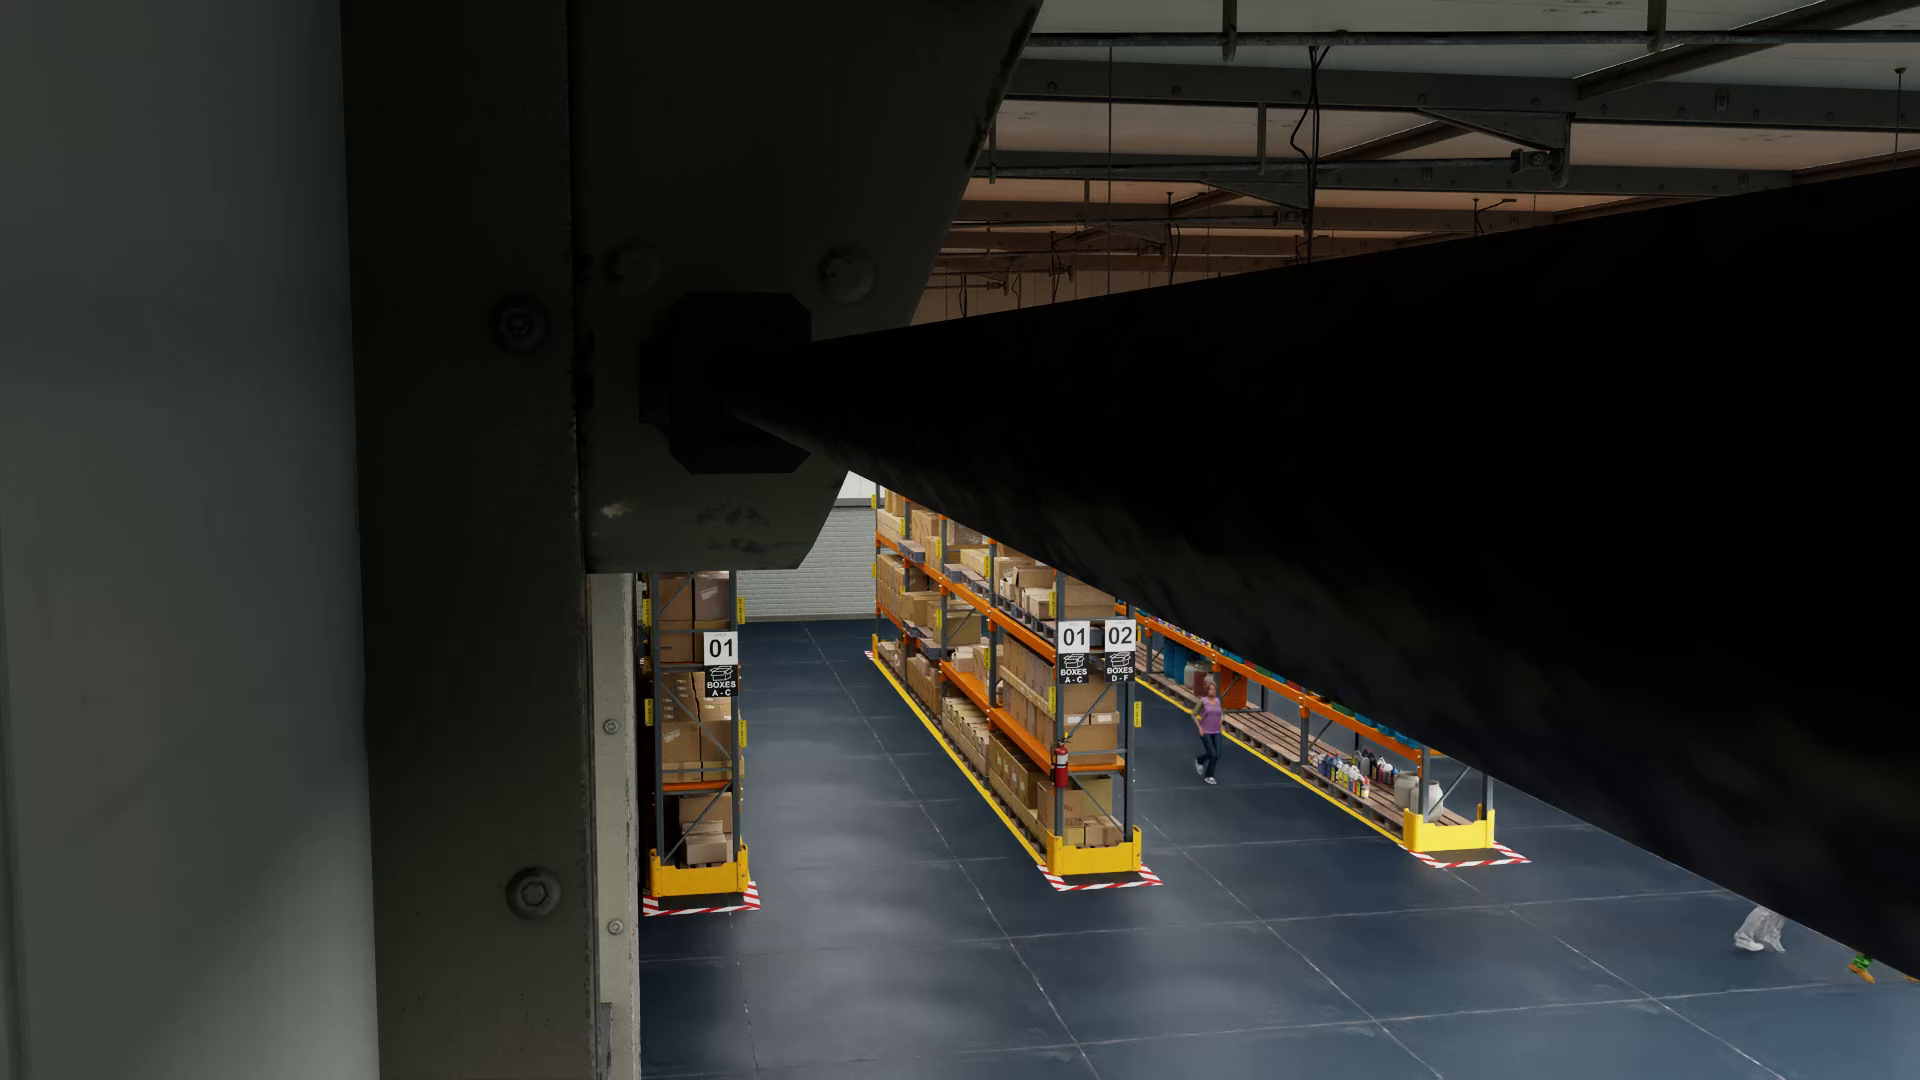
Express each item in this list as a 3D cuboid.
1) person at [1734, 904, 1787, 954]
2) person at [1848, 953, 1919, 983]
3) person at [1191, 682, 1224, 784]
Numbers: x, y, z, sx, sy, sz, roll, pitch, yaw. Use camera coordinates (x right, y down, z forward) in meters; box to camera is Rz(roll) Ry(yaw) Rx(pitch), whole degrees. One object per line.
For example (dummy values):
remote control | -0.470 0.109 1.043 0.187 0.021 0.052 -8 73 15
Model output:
person | 8.764 3.613 17.962 0.711 1.814 0.637 1 6 13
person | 9.568 3.663 16.960 0.914 1.779 0.657 0 6 4
person | 3.824 2.954 25.428 0.507 1.552 0.512 -2 6 -20
